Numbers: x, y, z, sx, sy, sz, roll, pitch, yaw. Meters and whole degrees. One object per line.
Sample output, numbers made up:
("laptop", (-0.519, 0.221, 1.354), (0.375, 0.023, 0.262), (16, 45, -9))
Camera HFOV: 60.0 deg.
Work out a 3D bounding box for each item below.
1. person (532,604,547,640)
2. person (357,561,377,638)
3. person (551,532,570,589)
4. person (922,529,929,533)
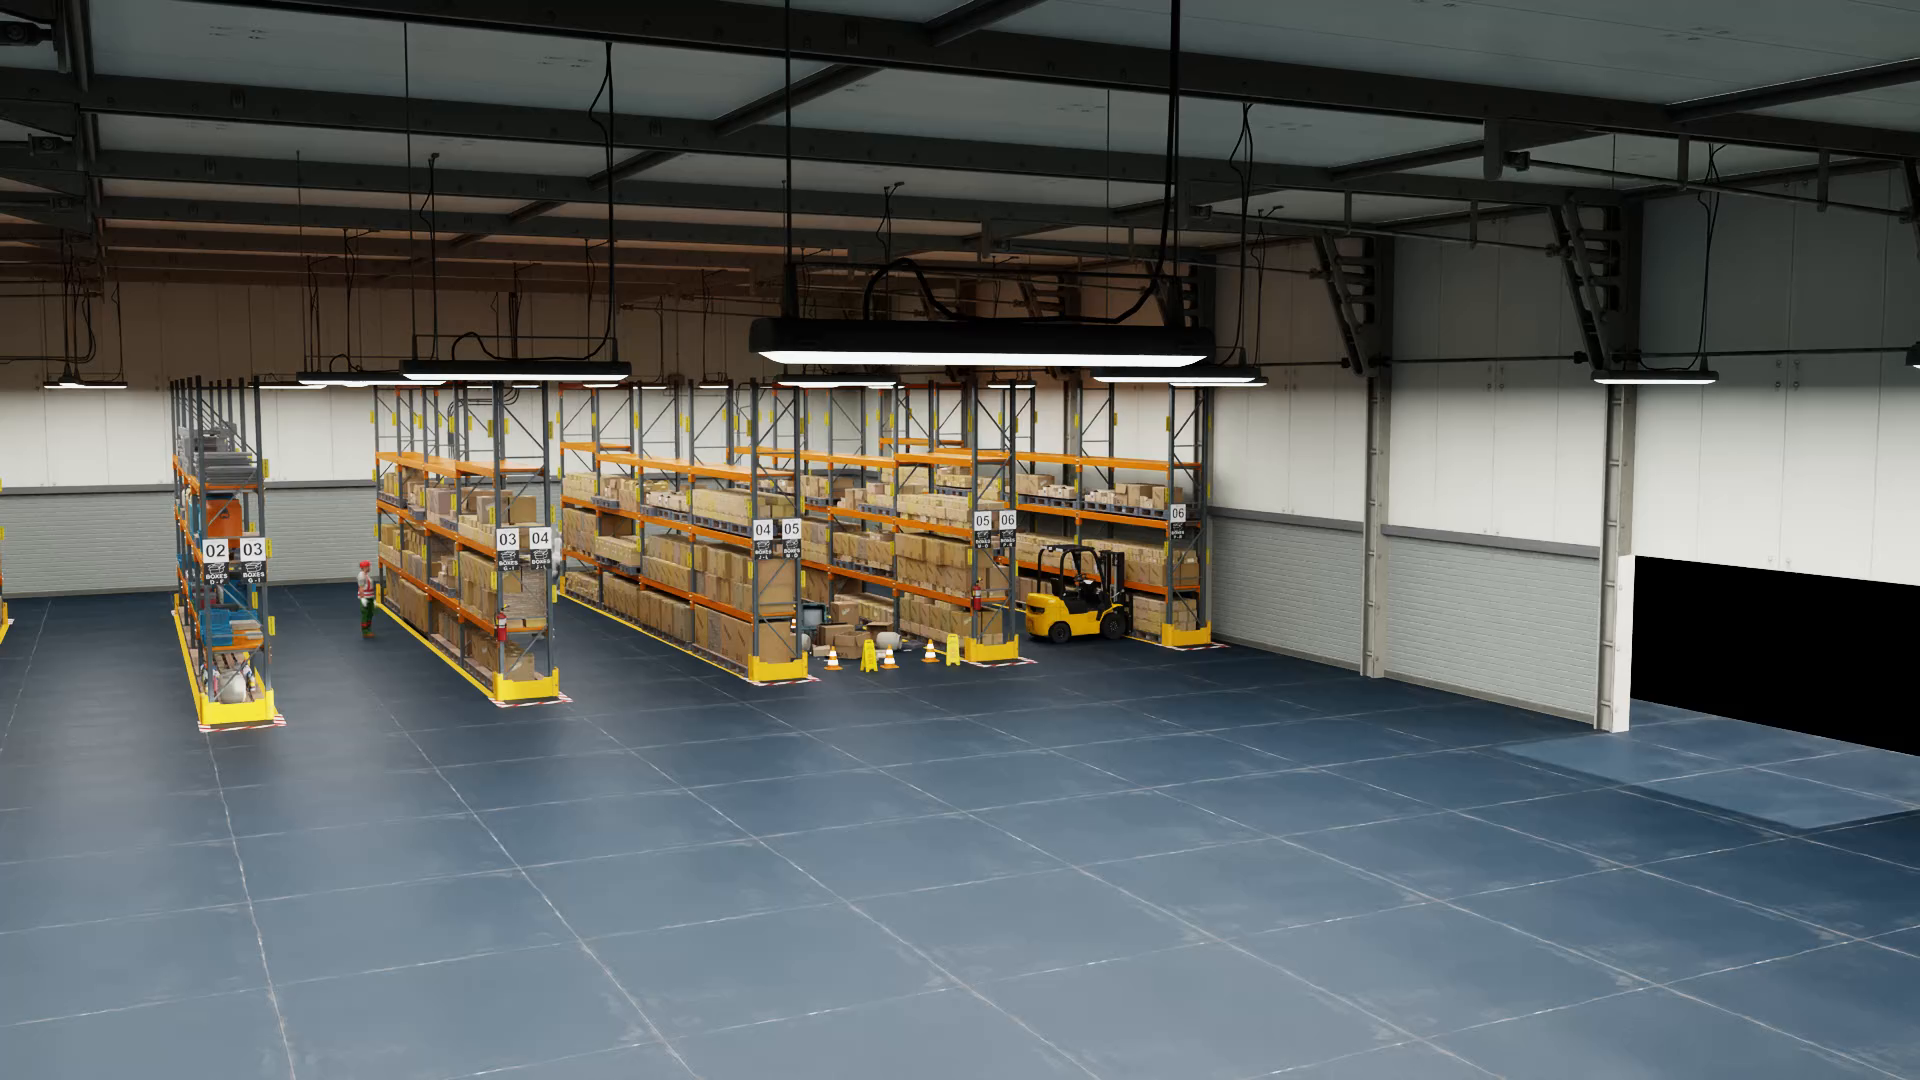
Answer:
("person", (-9.735, 1.414, 38.569), (0.452, 1.789, 0.646), (0, 5, -1))
("person", (-13.872, 1.382, 38.910), (0.435, 1.812, 0.616), (1, 5, 8))
("person", (-11.678, 0.577, 48.323), (0.658, 1.727, 0.627), (2, 5, 22))
("person", (-0.956, 0.518, 45.605), (0.503, 1.866, 0.614), (-5, 7, -45))
